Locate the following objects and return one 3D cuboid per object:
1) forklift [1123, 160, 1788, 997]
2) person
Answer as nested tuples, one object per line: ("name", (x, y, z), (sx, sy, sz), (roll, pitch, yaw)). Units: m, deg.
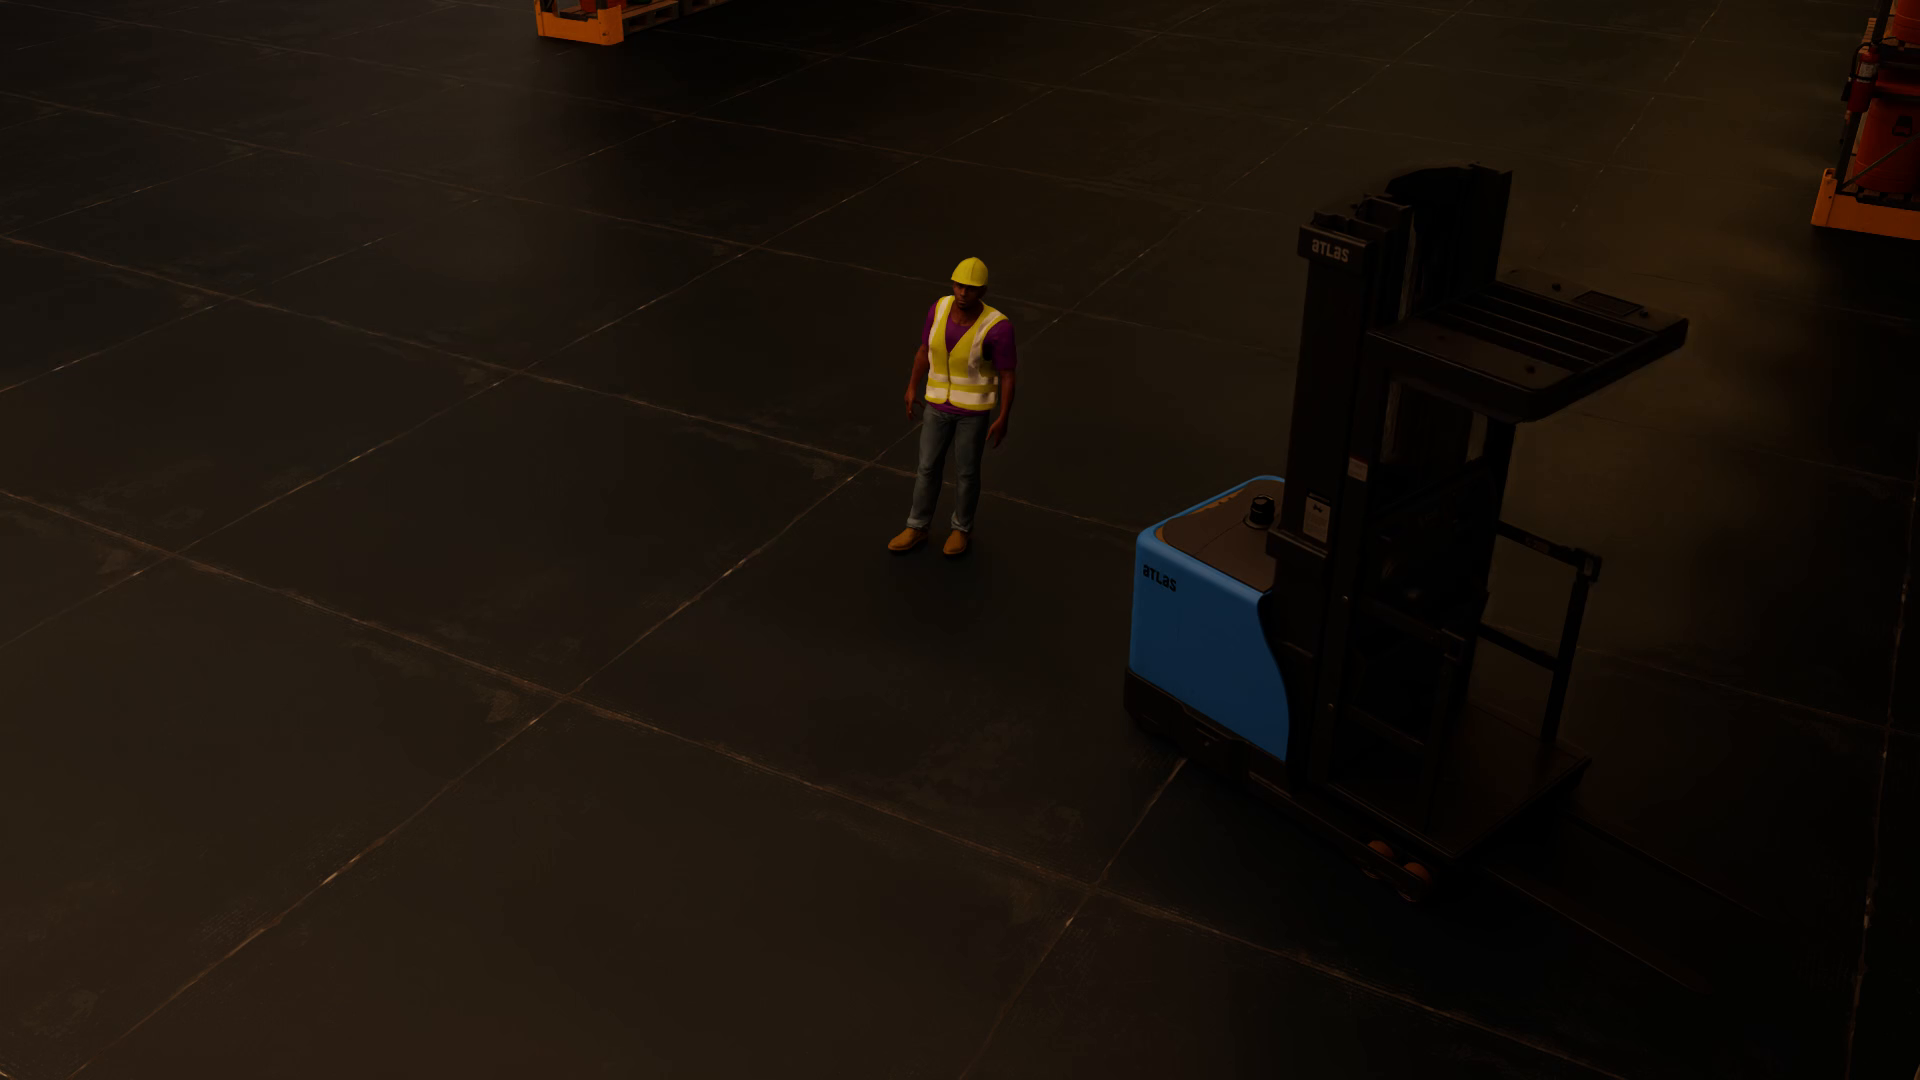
("forklift", (2.172, 0.022, 7.033), (1.130, 2.935, 3.031), (-24, 37, -35))
("person", (-0.039, -0.742, 9.508), (0.666, 1.765, 0.577), (15, 33, 25))
